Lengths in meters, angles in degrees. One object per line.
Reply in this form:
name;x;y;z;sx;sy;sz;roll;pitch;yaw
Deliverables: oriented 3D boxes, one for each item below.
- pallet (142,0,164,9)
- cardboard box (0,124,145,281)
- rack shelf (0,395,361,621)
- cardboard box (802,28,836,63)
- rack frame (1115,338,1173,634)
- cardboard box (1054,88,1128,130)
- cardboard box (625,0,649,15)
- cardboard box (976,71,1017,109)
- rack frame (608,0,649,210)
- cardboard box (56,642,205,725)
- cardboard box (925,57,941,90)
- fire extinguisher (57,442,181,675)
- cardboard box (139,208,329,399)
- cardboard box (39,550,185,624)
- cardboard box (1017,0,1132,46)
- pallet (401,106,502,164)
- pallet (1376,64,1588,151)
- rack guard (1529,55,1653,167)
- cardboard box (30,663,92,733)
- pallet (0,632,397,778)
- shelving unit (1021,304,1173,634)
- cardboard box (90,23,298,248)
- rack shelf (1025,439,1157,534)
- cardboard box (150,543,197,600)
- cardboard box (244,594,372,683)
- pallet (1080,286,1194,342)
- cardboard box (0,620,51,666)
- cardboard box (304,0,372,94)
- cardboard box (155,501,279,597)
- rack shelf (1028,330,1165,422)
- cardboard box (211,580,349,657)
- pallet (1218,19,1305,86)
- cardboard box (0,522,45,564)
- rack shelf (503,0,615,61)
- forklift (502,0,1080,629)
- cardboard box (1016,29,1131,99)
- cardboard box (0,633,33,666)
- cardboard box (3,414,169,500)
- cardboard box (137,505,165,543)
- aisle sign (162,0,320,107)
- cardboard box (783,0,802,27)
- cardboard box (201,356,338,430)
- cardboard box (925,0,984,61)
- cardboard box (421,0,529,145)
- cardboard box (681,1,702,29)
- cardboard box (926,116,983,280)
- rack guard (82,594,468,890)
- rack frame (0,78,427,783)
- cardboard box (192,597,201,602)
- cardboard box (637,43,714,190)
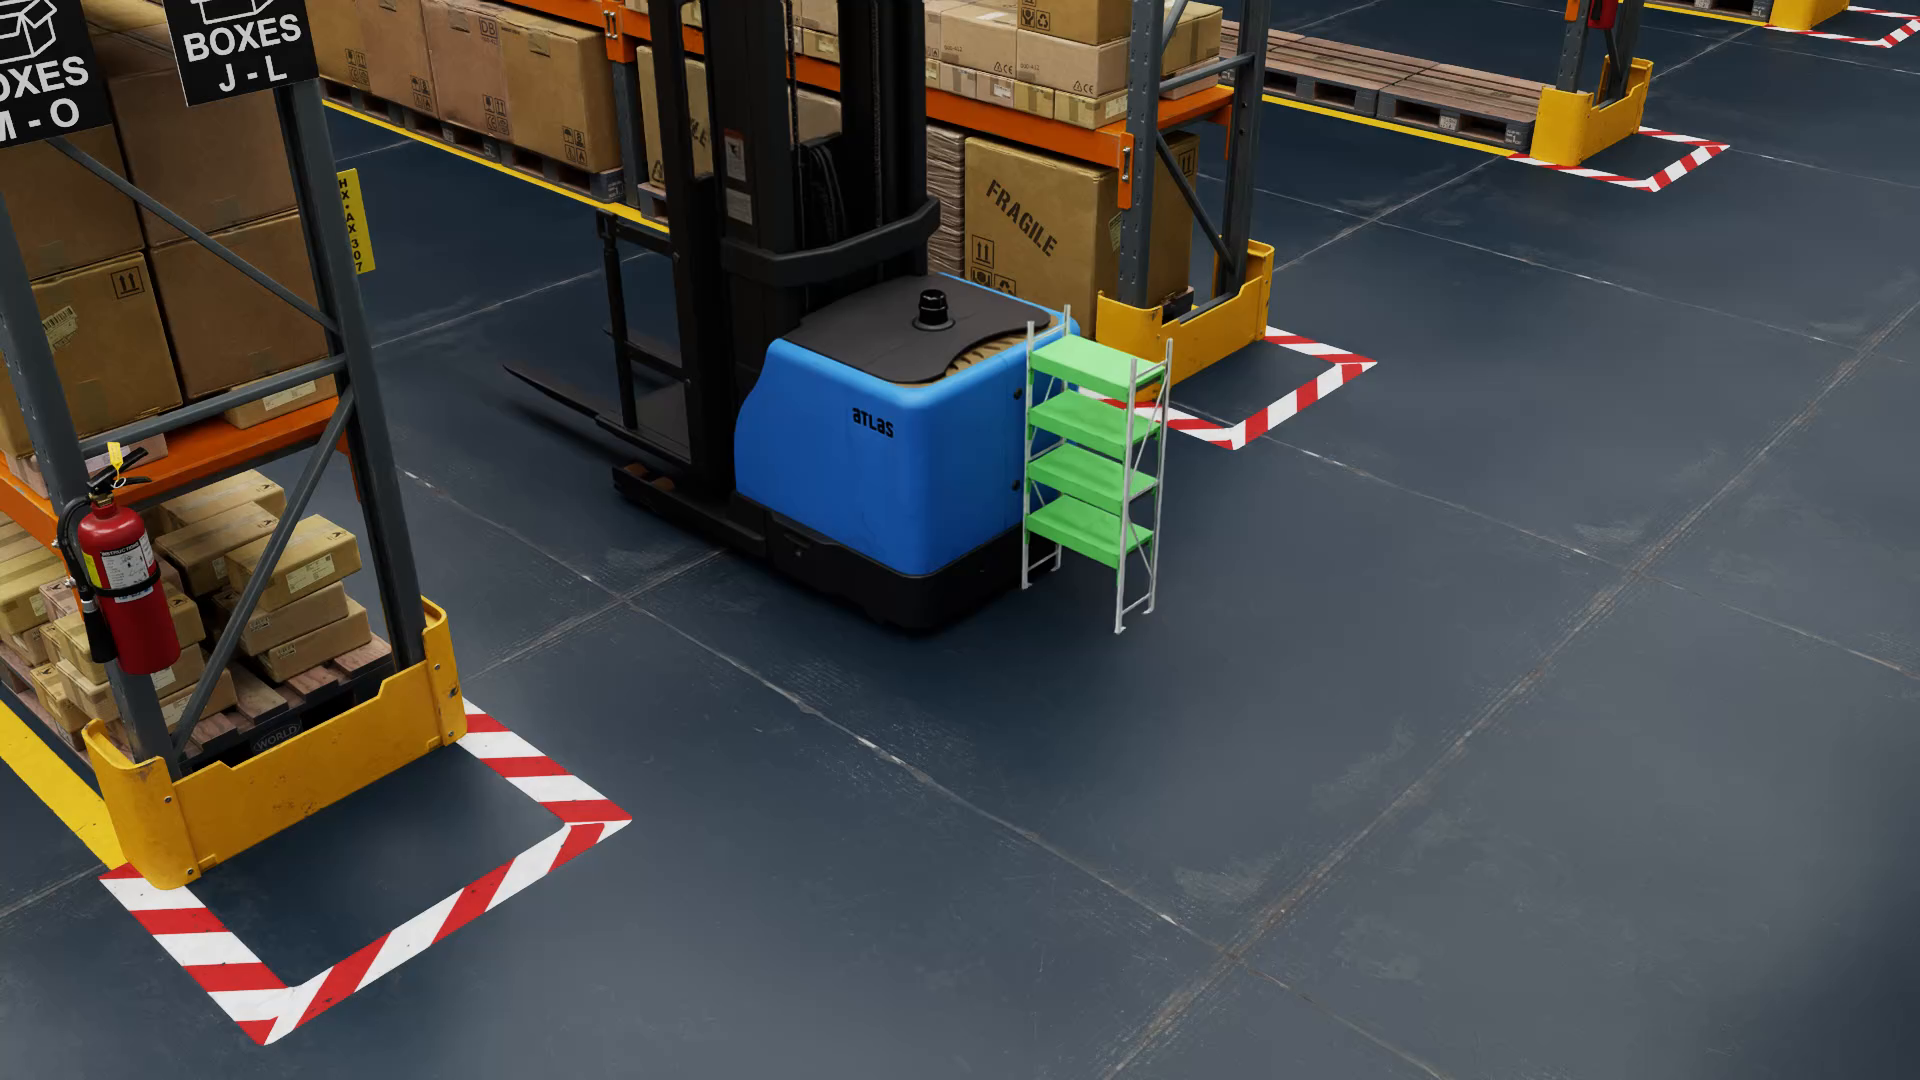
pallet;-7.155;-4.947;15.263;1.213;0.211;1.003;25;39;35
cardboard box;-2.745;-1.058;4.744;0.500;0.500;0.500;24;39;34
rack shelf;-3.722;-0.780;6.335;4.000;0.370;1.077;25;39;35
cardboard box;-0.649;-2.766;9.180;0.250;0.149;0.380;24;38;34
rack frame;0.704;-0.186;6.395;0.015;1.200;0.240;25;39;35
cardboard box;0.679;-2.148;8.153;0.250;0.149;0.380;26;40;36
cardboard box;-1.805;-3.305;10.075;0.250;0.149;0.380;25;39;35
cardboard box;0.299;-2.325;8.447;0.250;0.149;0.380;25;39;35
rack frame;-1.802;-3.642;10.392;0.127;3.000;1.000;25;39;35
cardboard box;-2.822;0.444;5.672;0.250;0.149;0.380;24;38;34
cardboard box;-0.079;-2.500;8.739;0.250;0.149;0.380;24;39;34
fire extinguisher;-2.362;0.060;4.678;0.183;0.674;0.296;25;39;35
cardboard box;-2.387;-0.827;5.331;0.500;0.500;0.500;27;40;37
cardboard box;-2.949;0.195;5.798;0.250;0.149;0.380;26;40;36
cardboard box;0.627;-2.710;7.974;0.500;0.500;0.500;26;39;36
pallet;-3.333;-3.108;12.208;1.213;0.211;1.003;25;39;35
pallet;3.902;-3.257;12.456;1.213;0.211;1.003;25;39;35
rack guard;4.514;-3.078;11.877;0.348;0.500;1.175;25;39;35
cardboard box;-3.028;0.493;5.880;0.250;0.149;0.380;26;40;36
pallet;-2.874;0.478;6.252;1.213;0.211;1.003;25;39;35
shelving unit;0.523;-0.270;6.536;0.503;1.200;0.258;25;39;35
cardboard box;-2.394;-1.252;5.066;0.500;0.500;0.500;25;39;35
rack shelf;0.523;-0.215;6.568;0.480;0.148;0.258;25;39;35
cardboard box;-2.861;0.071;6.292;0.250;0.149;0.380;26;39;36
cardboard box;-2.413;0.342;6.131;0.250;0.149;0.380;26;40;36
pallet;0.519;-1.310;9.221;1.213;0.211;1.003;25;39;35
cardboard box;-3.208;0.265;5.970;0.250;0.149;0.380;23;38;33
cardboard box;-4.270;-4.049;12.721;0.875;0.875;1.225;23;38;33
cardboard box;-2.685;0.030;6.072;0.250;0.149;0.380;26;40;36
rack shelf;0.523;-0.627;6.321;0.480;0.148;0.258;25;39;35
cardboard box;-2.455;0.238;6.014;0.250;0.149;0.380;27;40;37
pallet;2.093;-4.102;13.859;1.213;0.211;1.003;25;39;35
cardboard box;-3.376;0.040;6.055;0.250;0.149;0.380;23;38;33
rack shelf;-3.284;-4.026;11.727;4.000;0.370;1.077;25;39;35
forklift;-0.933;-1.546;6.976;3.031;2.935;1.130;25;39;35
cardboard box;0.627;-2.387;8.164;0.500;0.250;0.500;24;39;34
cardboard box;-3.358;0.288;6.221;0.250;0.149;0.380;25;39;36
cardboard box;-2.670;-0.293;5.072;0.250;0.149;0.380;25;39;35
cardboard box;-3.025;-0.161;6.389;0.250;0.149;0.380;23;38;33
aisle sign;-1.984;-1.599;4.478;0.004;0.787;0.394;25;39;35
cardboard box;-0.876;-3.091;9.334;0.500;0.250;0.500;26;40;36
cardboard box;-2.259;-0.526;5.459;0.250;0.149;0.380;25;39;35
cardboard box;-0.126;-2.739;8.749;0.500;0.250;0.500;24;38;34
cardboard box;-2.953;-3.435;11.700;0.875;0.875;1.225;24;38;34
cardboard box;-1.415;-3.123;9.773;0.250;0.149;0.380;27;40;37
cardboard box;-0.039;-2.033;9.372;0.875;0.875;0.875;25;39;35
rack guard;-2.295;0.648;5.688;0.348;0.500;1.175;25;39;35
rack frame;-2.239;-0.396;5.000;0.127;3.000;1.000;25;39;35
cardboard box;-2.850;0.199;6.368;0.250;0.149;0.380;26;39;36
cardboard box;-1.366;-2.653;10.401;0.875;0.875;0.875;25;39;35
